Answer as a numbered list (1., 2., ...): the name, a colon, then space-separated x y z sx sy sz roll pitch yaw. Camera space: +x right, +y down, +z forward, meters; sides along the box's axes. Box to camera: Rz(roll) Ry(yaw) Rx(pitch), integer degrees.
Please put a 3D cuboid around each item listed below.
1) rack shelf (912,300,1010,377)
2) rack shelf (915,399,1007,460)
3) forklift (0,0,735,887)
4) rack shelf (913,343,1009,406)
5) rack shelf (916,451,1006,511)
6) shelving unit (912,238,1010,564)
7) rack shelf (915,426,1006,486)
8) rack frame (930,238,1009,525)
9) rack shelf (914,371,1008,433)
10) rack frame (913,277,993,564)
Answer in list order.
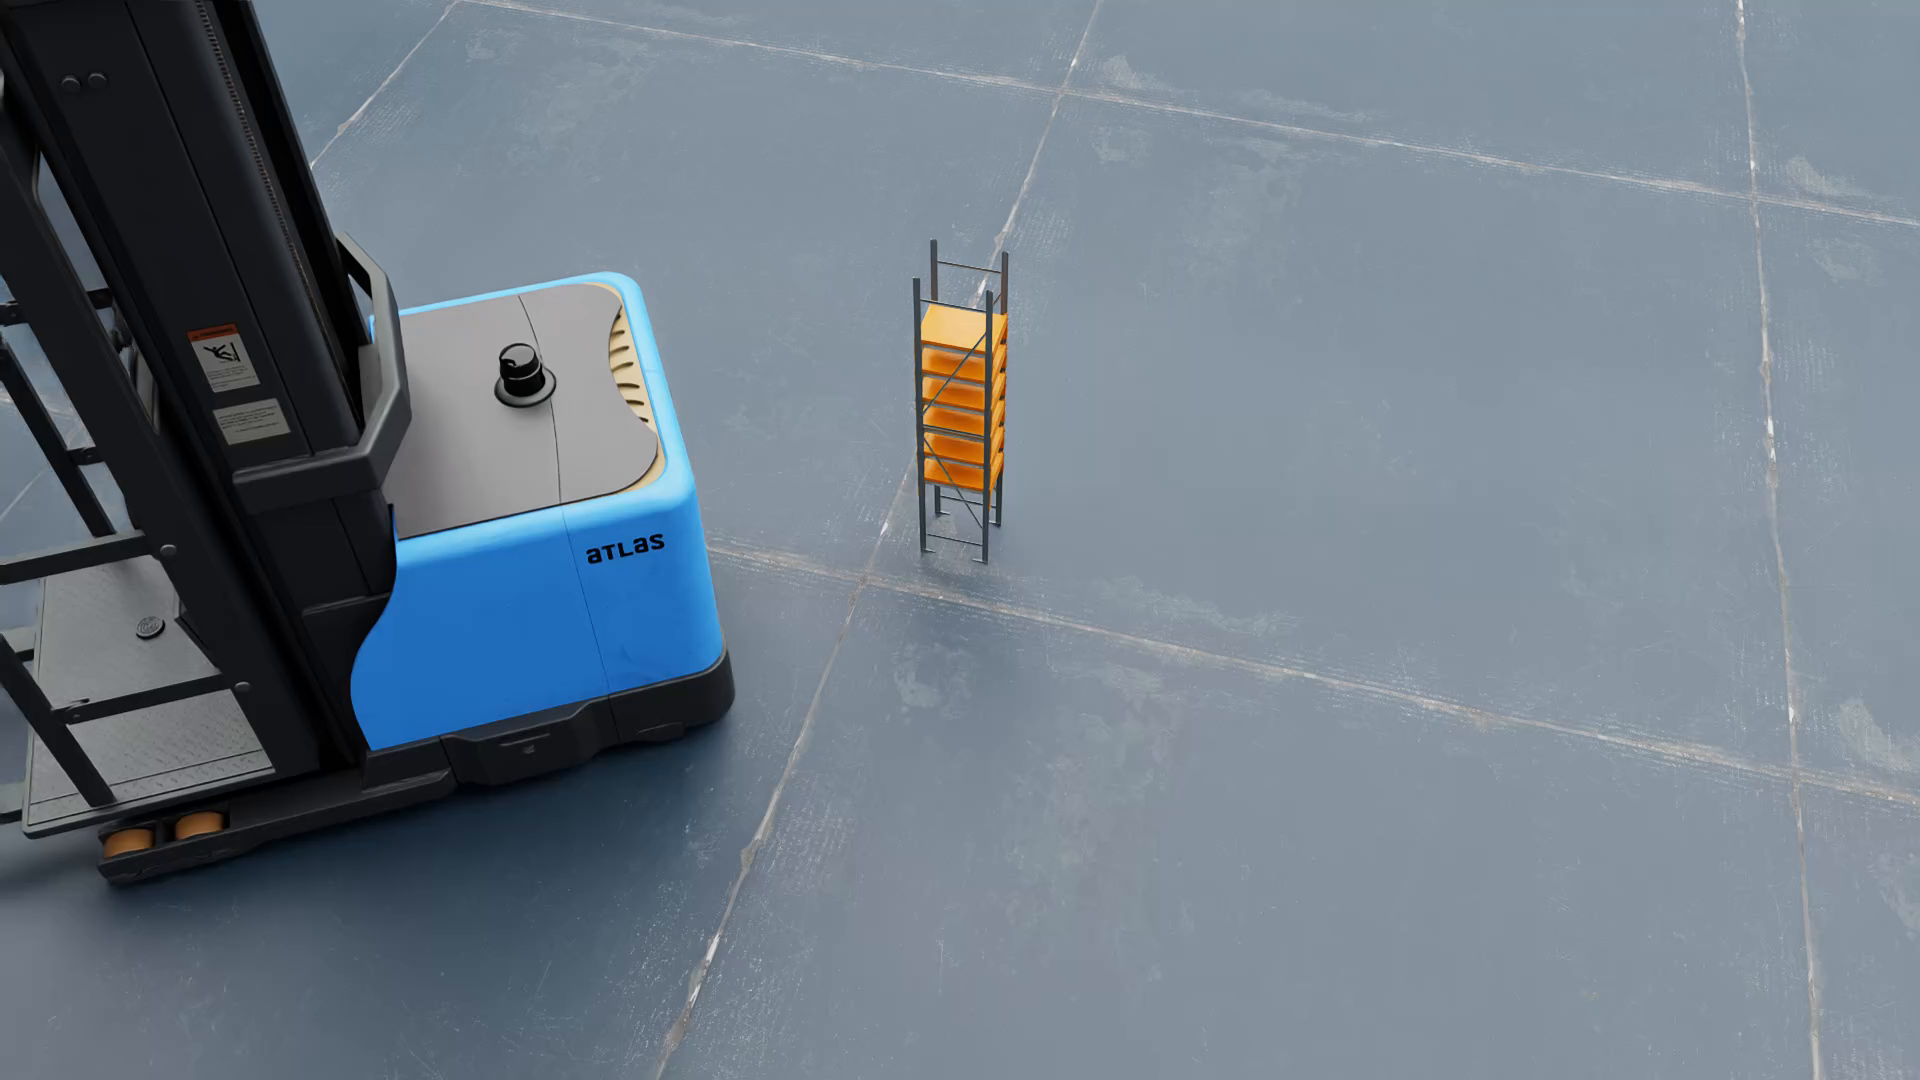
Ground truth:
1. rack shelf: 0.004 -0.616 5.073 0.258 0.103 0.180 12 50 10
2. rack shelf: 0.004 -0.378 5.343 0.258 0.103 0.180 12 50 10
3. forklift: -2.282 -0.419 4.165 3.031 2.935 1.130 -13 50 -11
4. rack shelf: 0.004 -0.537 5.163 0.258 0.103 0.180 12 50 10
5. rack shelf: 0.004 -0.219 5.523 0.258 0.103 0.180 12 50 10
6. shelving unit: 0.004 -0.407 5.309 0.258 1.200 0.189 12 50 10
7. rack shelf: 0.004 -0.299 5.433 0.258 0.103 0.180 12 50 10
8. rack frame: 0.028 -0.474 5.368 0.240 1.200 0.006 12 50 10
9. rack shelf: 0.004 -0.458 5.253 0.258 0.103 0.180 12 50 10
10. rack frame: -0.020 -0.341 5.251 0.240 1.200 0.006 12 50 10
